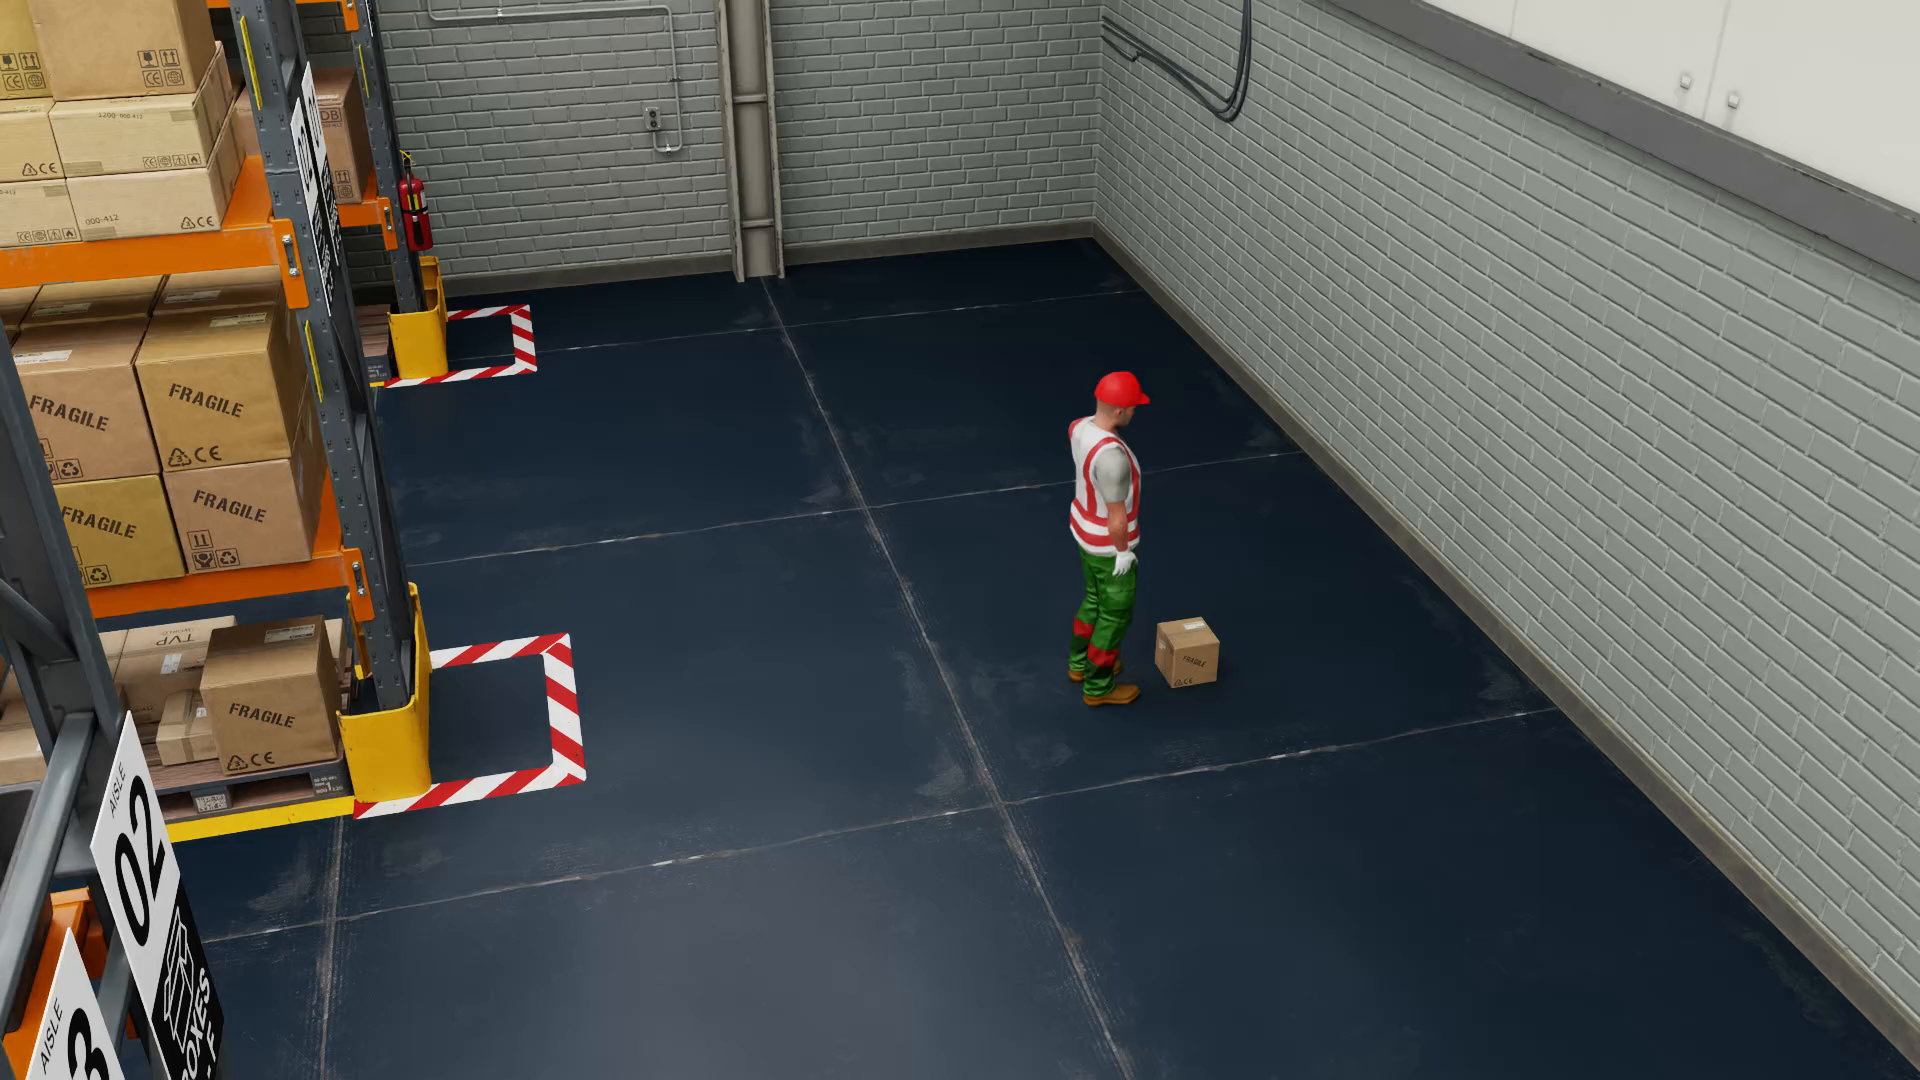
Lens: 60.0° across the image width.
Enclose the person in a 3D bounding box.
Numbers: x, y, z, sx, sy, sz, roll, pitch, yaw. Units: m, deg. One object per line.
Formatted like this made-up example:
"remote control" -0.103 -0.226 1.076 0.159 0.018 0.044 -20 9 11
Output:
"person" 0.730 -0.013 8.256 0.364 1.778 0.529 -7 31 -12
